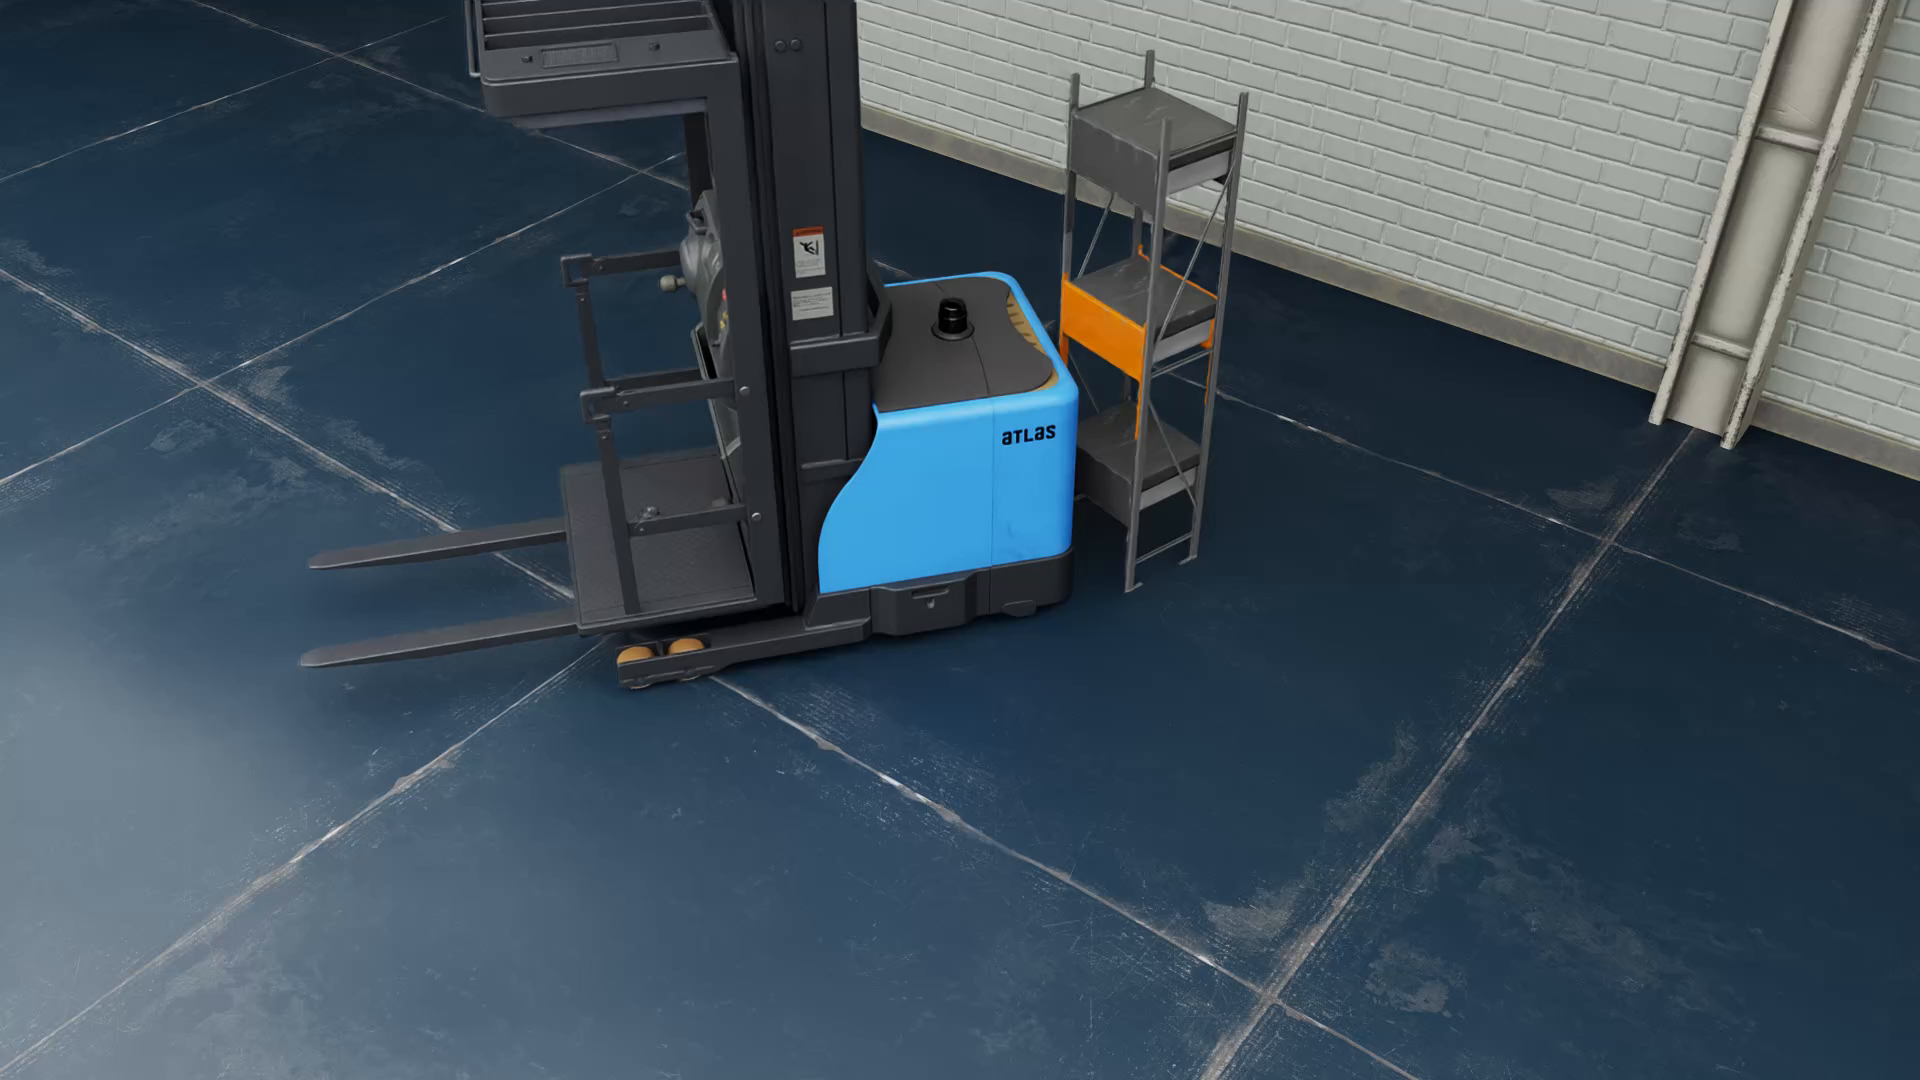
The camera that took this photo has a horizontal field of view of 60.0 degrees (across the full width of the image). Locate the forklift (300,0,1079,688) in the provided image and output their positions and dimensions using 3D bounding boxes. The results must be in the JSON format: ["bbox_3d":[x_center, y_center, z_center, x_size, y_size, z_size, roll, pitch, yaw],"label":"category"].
[{"bbox_3d":[-1.109,-0.935,6.066,3.031,2.935,1.130,-9,39,-11],"label":"forklift"}]

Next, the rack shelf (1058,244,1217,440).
[{"bbox_3d":[0.708,-0.788,6.576,0.431,0.518,0.480,-25,44,-28],"label":"rack shelf"}]

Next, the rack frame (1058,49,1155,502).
[{"bbox_3d":[0.561,-0.919,6.721,0.400,2.100,0.015,-25,44,-28],"label":"rack frame"}]

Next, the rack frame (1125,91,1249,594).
[{"bbox_3d":[0.854,-0.679,6.414,0.400,2.100,0.015,-25,44,-28],"label":"rack frame"}]

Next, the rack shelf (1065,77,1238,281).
[{"bbox_3d":[0.708,-1.340,6.144,0.431,0.518,0.480,-25,44,-28],"label":"rack shelf"}]

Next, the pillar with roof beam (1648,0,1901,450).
[{"bbox_3d":[0.935,-2.005,2.512,0.400,9.000,9.100,25,45,29],"label":"pillar with roof beam"}]

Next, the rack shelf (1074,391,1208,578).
[{"bbox_3d":[0.708,-0.237,7.007,0.431,0.518,0.480,-25,44,-28],"label":"rack shelf"}]

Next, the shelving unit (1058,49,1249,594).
[{"bbox_3d":[0.708,-0.799,6.567,0.431,2.100,0.503,-25,44,-28],"label":"shelving unit"}]
